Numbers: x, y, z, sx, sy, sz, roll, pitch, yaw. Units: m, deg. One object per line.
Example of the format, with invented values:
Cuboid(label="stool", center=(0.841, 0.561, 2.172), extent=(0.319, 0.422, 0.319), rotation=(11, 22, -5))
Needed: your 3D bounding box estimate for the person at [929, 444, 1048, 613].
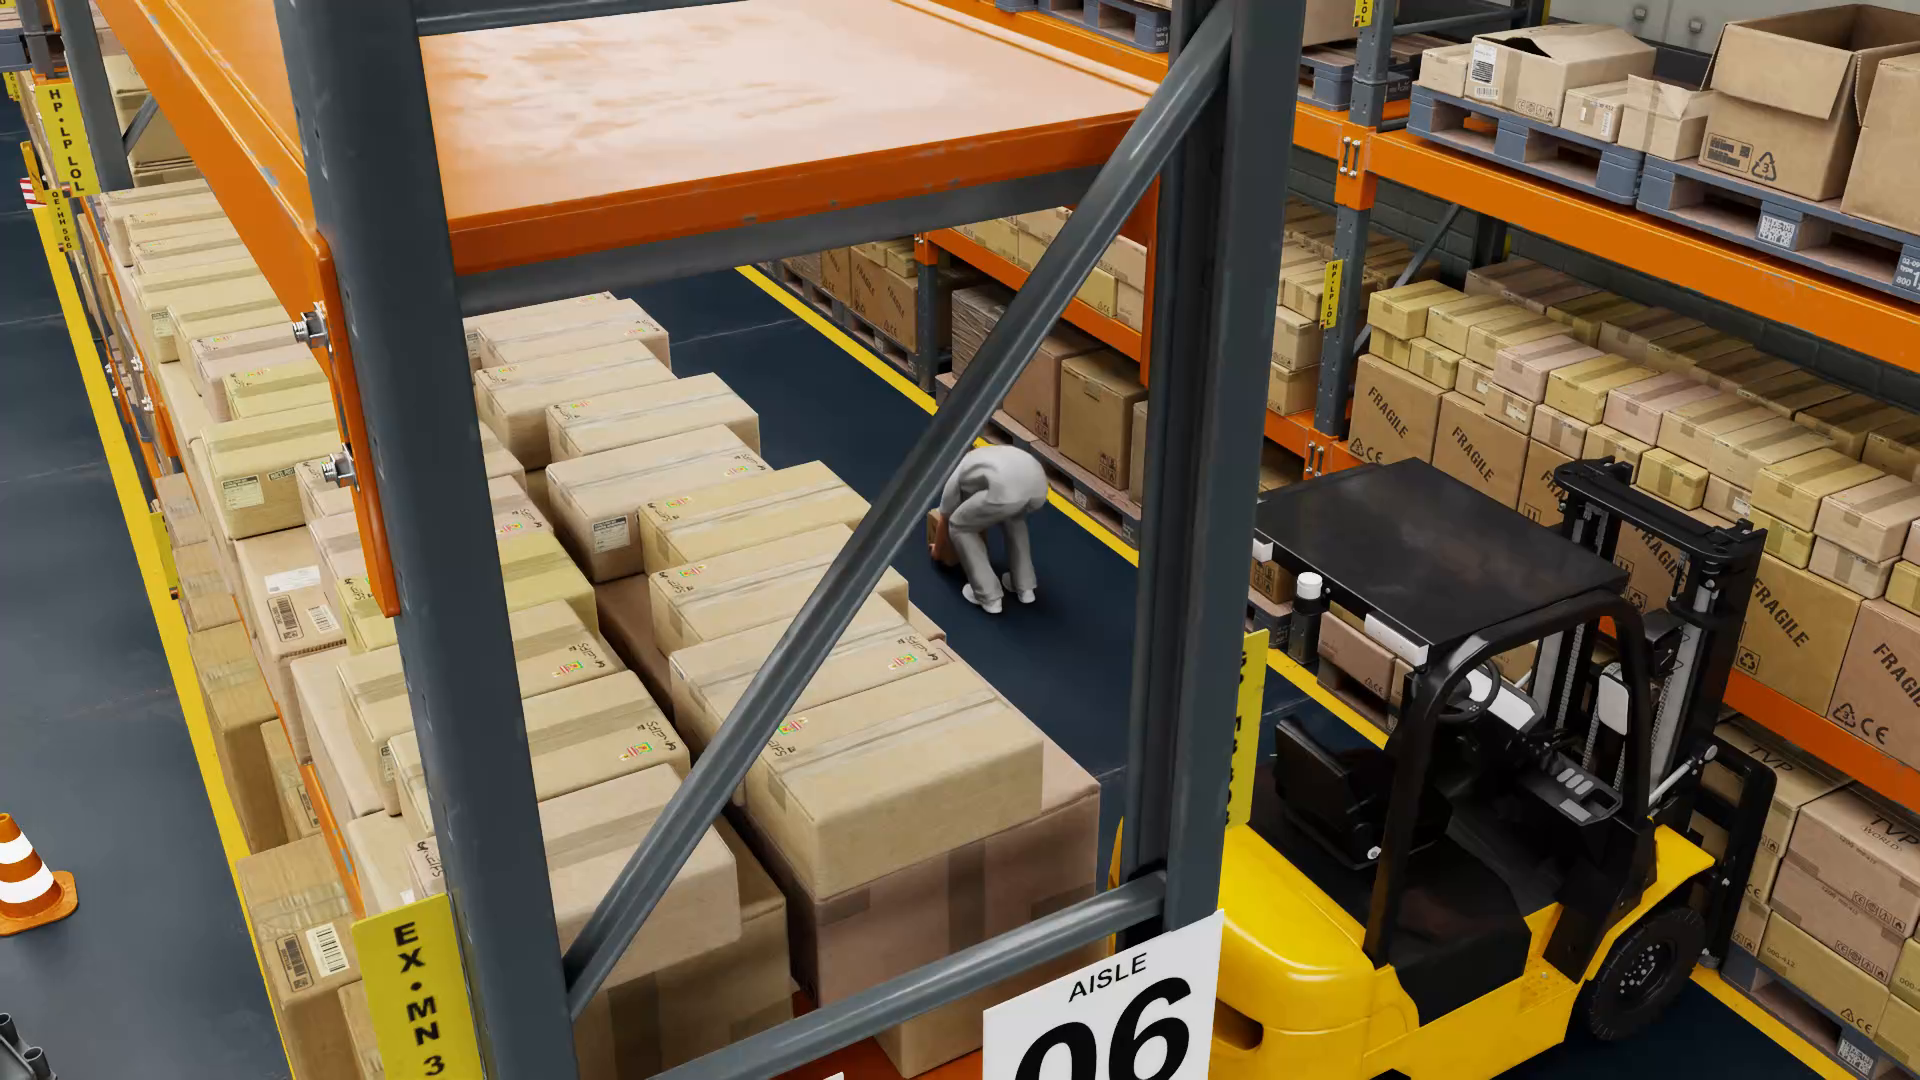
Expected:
Cuboid(label="person", center=(0.138, -0.140, 9.165), extent=(0.471, 0.907, 0.850), rotation=(-18, 34, -29))
